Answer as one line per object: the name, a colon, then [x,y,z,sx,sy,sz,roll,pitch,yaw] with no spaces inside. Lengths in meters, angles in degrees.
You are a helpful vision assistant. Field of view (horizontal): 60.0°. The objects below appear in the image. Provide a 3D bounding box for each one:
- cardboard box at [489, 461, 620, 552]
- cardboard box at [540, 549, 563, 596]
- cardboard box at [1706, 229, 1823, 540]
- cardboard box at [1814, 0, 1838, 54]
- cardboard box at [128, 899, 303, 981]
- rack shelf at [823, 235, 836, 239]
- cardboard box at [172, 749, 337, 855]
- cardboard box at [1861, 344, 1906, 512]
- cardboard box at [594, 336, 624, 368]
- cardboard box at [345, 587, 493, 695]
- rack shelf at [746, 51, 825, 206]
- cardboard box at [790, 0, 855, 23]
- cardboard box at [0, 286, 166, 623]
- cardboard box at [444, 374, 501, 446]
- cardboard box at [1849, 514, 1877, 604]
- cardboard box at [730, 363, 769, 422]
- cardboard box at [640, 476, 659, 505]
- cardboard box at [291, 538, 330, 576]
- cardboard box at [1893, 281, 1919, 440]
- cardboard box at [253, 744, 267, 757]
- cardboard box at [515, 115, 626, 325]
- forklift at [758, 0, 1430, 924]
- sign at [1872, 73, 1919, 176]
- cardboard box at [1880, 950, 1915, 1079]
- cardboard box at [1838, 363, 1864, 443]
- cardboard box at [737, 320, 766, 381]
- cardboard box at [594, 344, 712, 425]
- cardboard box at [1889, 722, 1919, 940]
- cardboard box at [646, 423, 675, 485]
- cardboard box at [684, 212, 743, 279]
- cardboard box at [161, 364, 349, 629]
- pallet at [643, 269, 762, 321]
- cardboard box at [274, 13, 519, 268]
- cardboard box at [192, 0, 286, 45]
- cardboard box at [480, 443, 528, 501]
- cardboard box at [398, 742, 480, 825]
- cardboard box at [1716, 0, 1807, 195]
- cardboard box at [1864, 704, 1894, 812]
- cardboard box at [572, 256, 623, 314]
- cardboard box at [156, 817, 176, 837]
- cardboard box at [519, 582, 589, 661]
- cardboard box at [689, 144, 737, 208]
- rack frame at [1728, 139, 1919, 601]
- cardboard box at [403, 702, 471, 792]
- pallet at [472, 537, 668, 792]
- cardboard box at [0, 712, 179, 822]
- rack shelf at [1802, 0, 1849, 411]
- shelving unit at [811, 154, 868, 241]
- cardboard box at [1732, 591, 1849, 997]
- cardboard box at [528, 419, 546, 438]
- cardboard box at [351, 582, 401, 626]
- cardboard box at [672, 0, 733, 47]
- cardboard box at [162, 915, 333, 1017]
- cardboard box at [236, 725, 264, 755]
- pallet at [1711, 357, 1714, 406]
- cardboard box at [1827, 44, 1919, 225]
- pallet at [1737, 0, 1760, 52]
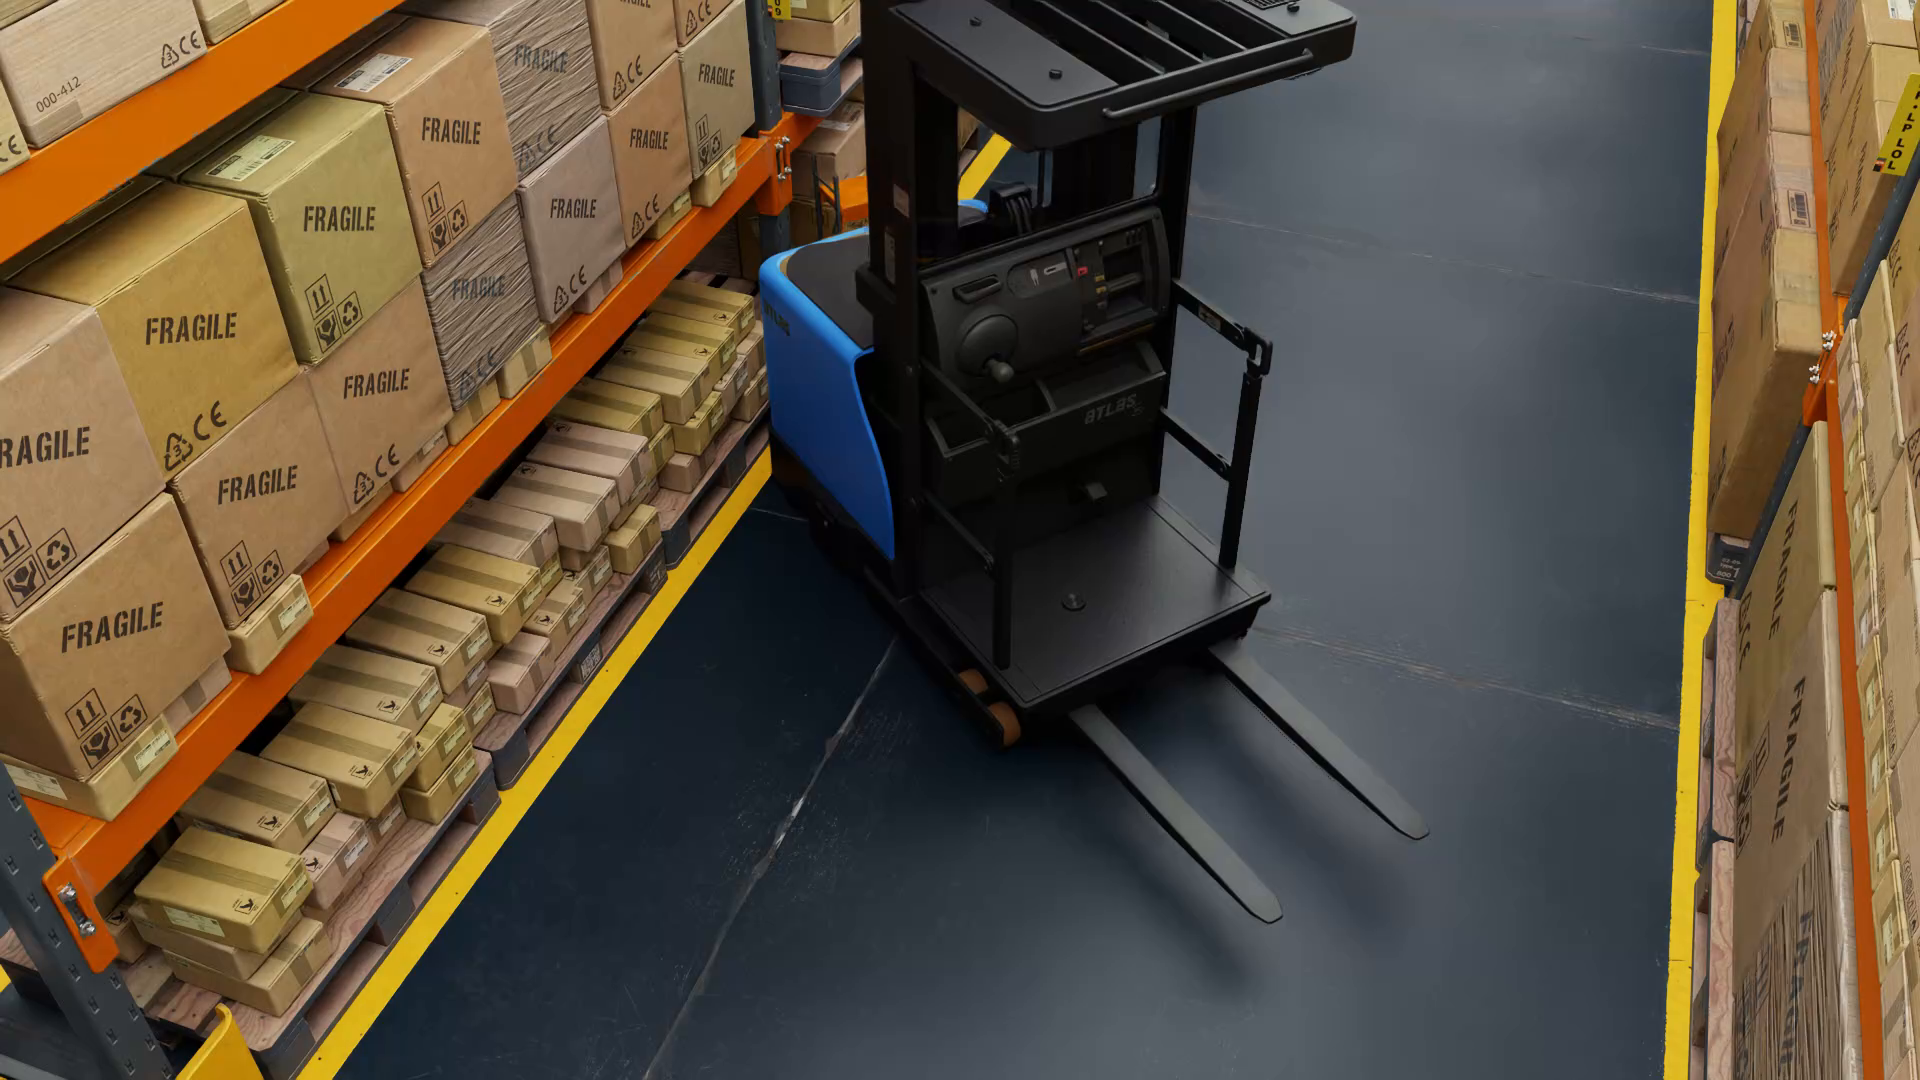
cardboard box: [-1.460,-0.123,5.997,0.380,0.149,0.250,12,42,14]
cardboard box: [-1.659,0.105,5.960,0.380,0.149,0.250,15,43,17]
cardboard box: [3.621,-0.492,6.329,1.225,0.875,0.875,13,42,15]
cardboard box: [4.021,-2.359,7.127,0.500,0.500,0.500,13,42,14]
cardboard box: [-2.153,1.081,4.816,0.380,0.149,0.250,15,43,17]
rack shelf: [-0.313,-1.218,7.001,0.480,0.148,0.258,-18,40,-20]
cardboard box: [-2.094,0.791,4.926,0.380,0.149,0.250,14,42,16]
cardboard box: [2.839,-0.271,4.643,0.500,0.250,0.500,13,42,15]
cardboard box: [-1.632,-0.772,6.987,0.380,0.149,0.250,14,42,15]
cardboard box: [-1.776,0.329,5.468,0.380,0.149,0.250,15,43,17]
rack shelf: [-0.522,-2.854,8.338,1.077,0.370,4.000,13,42,15]
cardboard box: [-0.639,-2.223,6.686,0.380,0.149,0.250,14,42,16]
cardboard box: [-2.170,-0.215,3.614,0.500,0.500,0.500,13,42,15]
cardboard box: [-1.669,-0.460,5.172,0.380,0.149,0.250,15,43,17]
cardboard box: [2.652,0.095,4.522,0.380,0.149,0.250,13,42,14]
cardboard box: [-1.019,-0.668,7.095,0.380,0.149,0.250,14,42,16]
cardboard box: [-1.421,-0.219,6.569,0.380,0.149,0.250,12,42,14]
cardboard box: [-2.004,-0.003,4.636,0.380,0.149,0.250,15,43,17]
cardboard box: [2.841,-0.553,4.395,0.500,0.500,0.500,13,42,15]
cardboard box: [-2.425,0.768,5.412,0.380,0.149,0.250,13,42,15]
cardboard box: [-1.455,-1.082,5.401,0.500,0.500,0.500,13,42,15]
forklift: [0.418,-0.729,5.346,1.130,2.935,3.031,-22,45,-24]
sign: [2.908,-1.270,5.097,0.100,0.325,0.005,13,42,15]
cardboard box: [2.126,1.035,3.419,0.380,0.149,0.250,14,42,16]
cardboard box: [2.917,-0.383,5.081,0.380,0.149,0.250,12,42,14]
cardboard box: [-1.014,-0.834,7.060,0.380,0.149,0.250,14,42,16]
cardboard box: [-1.211,-0.617,6.576,0.380,0.149,0.250,13,42,15]
cardboard box: [2.317,0.664,3.547,0.500,0.250,0.500,12,42,14]
cardboard box: [-1.348,-0.367,6.513,0.380,0.149,0.250,14,42,15]
cardboard box: [-1.189,-1.624,7.945,0.500,0.500,0.500,13,42,14]
cardboard box: [-2.001,-0.164,4.325,0.500,0.500,0.500,13,42,15]
pallet: [-0.941,-1.322,8.137,1.003,0.211,1.213,13,42,15]
cardboard box: [-1.634,-1.148,4.708,0.500,0.500,0.500,12,42,14]
cardboard box: [-1.831,-1.407,3.892,0.500,0.250,0.500,12,42,14]
cardboard box: [-1.893,-0.289,6.421,0.380,0.149,0.250,15,43,17]
cardboard box: [-1.812,0.746,5.438,0.380,0.149,0.250,14,42,16]
cardboard box: [4.533,-2.120,8.238,1.225,0.875,0.875,11,42,13]
cardboard box: [2.388,0.567,3.968,0.380,0.149,0.250,14,42,16]
cardboard box: [-1.393,-0.931,5.724,0.380,0.149,0.250,12,42,13]
cardboard box: [-2.491,0.711,5.021,0.380,0.149,0.250,14,42,16]
cardboard box: [-1.577,0.262,6.005,0.380,0.149,0.250,13,42,15]
cardboard box: [-1.069,-1.405,6.279,0.380,0.149,0.250,12,42,14]
rack frame: [3.421,-0.745,5.313,1.000,3.000,0.127,13,42,15]
cardboard box: [-1.816,0.625,5.350,0.380,0.149,0.250,15,43,16]
pallet: [-1.817,0.317,6.216,1.003,0.211,1.213,13,42,15]
cardboard box: [-2.155,0.503,4.043,0.380,0.149,0.250,13,42,15]
rack shelf: [4.105,-1.692,6.976,1.077,0.370,4.000,13,42,15]
shelving unit: [-0.308,-1.094,7.096,0.503,1.200,0.258,-18,40,-20]
cardboard box: [2.812,0.837,4.772,0.875,0.875,0.875,13,42,15]
cardboard box: [-1.776,-0.561,6.511,0.380,0.149,0.250,12,42,14]
cardboard box: [-2.215,0.170,5.884,0.380,0.149,0.250,15,43,17]
cardboard box: [-1.112,-2.093,5.815,0.500,0.500,0.500,12,42,14]
cardboard box: [-2.093,1.208,4.896,0.380,0.149,0.250,14,42,16]
cardboard box: [-2.485,0.641,5.332,0.380,0.149,0.250,12,42,13]
pallet: [4.029,-0.919,7.664,1.003,0.211,1.213,13,42,15]
cardboard box: [3.500,-1.430,6.037,0.500,0.500,0.500,15,43,16]
pallet: [5.476,-3.342,10.505,1.003,0.211,1.213,13,42,15]
